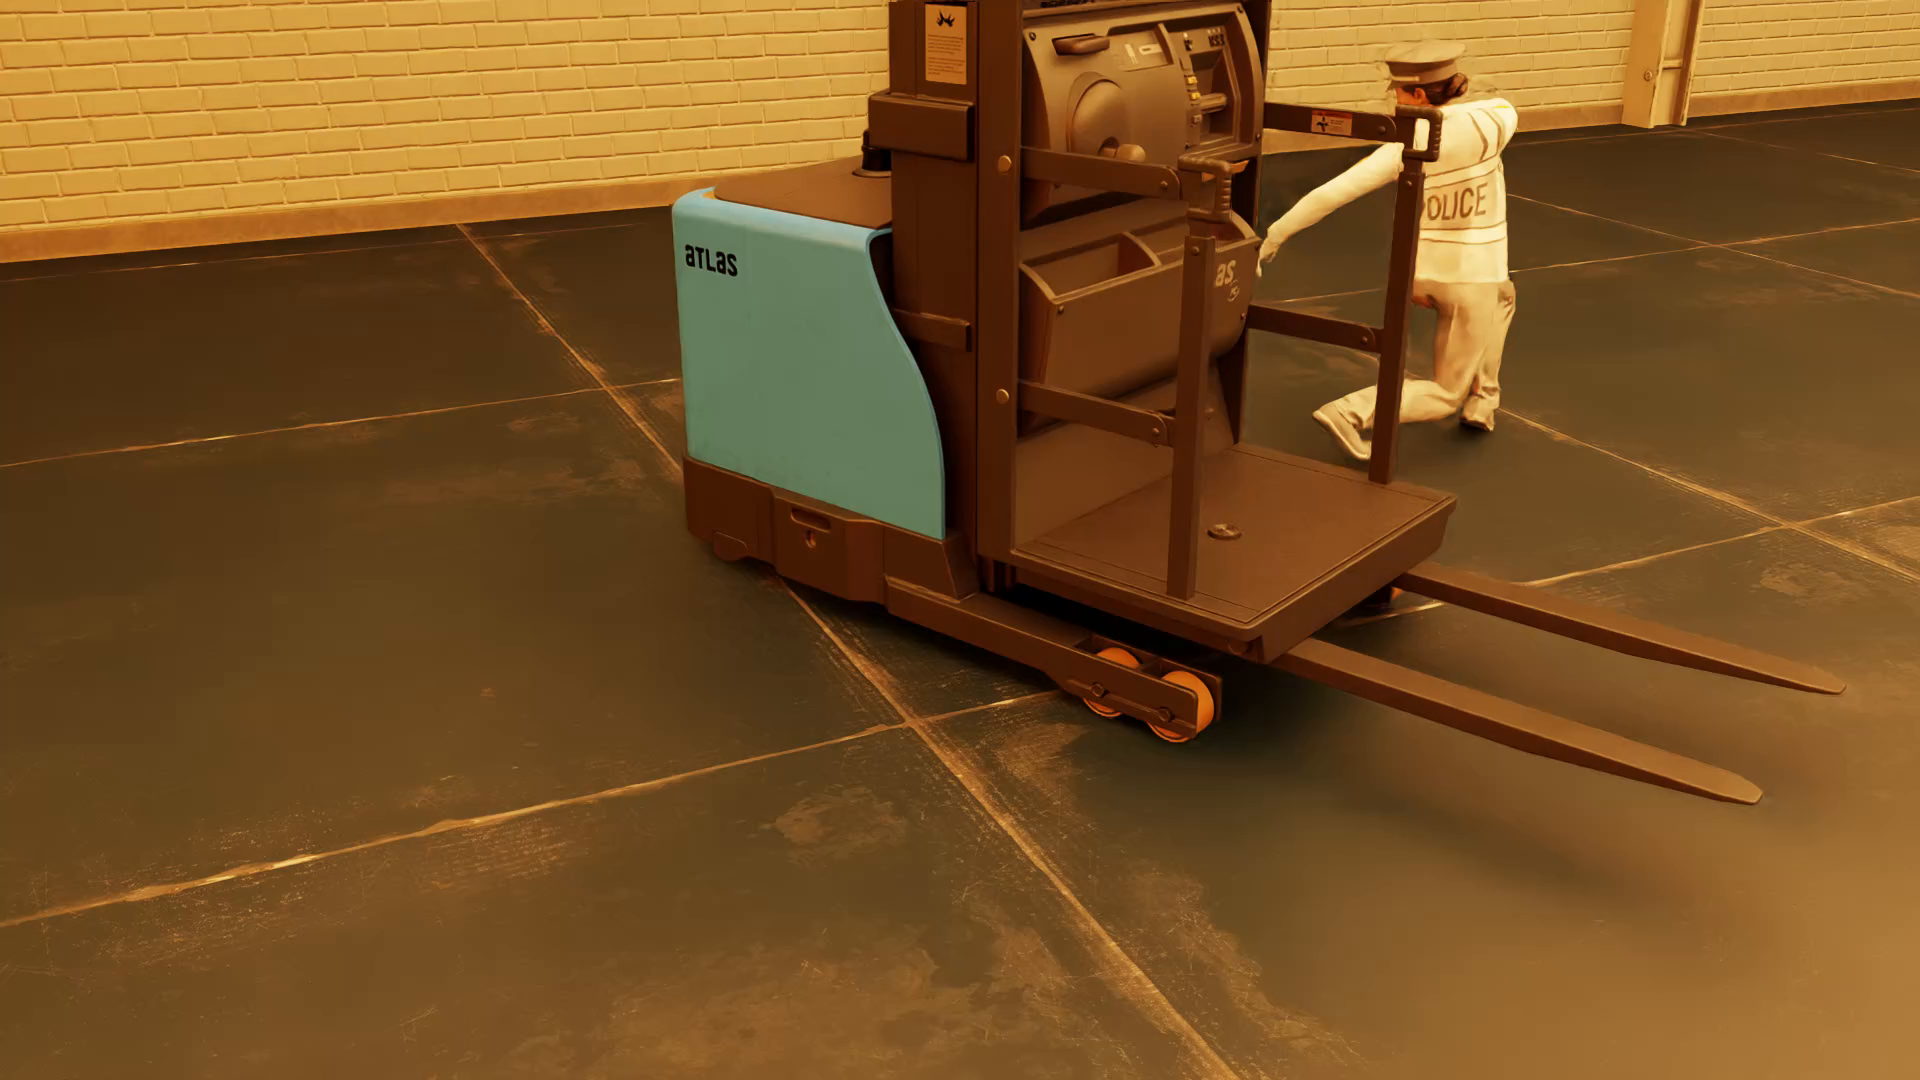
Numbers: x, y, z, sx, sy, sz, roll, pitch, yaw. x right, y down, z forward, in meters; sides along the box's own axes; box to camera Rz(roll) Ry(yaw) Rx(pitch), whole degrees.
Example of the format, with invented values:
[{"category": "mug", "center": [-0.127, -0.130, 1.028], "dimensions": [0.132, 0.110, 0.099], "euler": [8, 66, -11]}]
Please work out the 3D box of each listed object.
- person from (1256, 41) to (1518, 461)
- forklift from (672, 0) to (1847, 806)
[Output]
[{"category": "person", "center": [1.507, -0.985, 5.709], "dimensions": [0.744, 1.416, 0.934], "euler": [21, 30, 40]}, {"category": "forklift", "center": [0.628, -1.101, 3.937], "dimensions": [3.031, 2.935, 1.130], "euler": [18, 29, 37]}]
